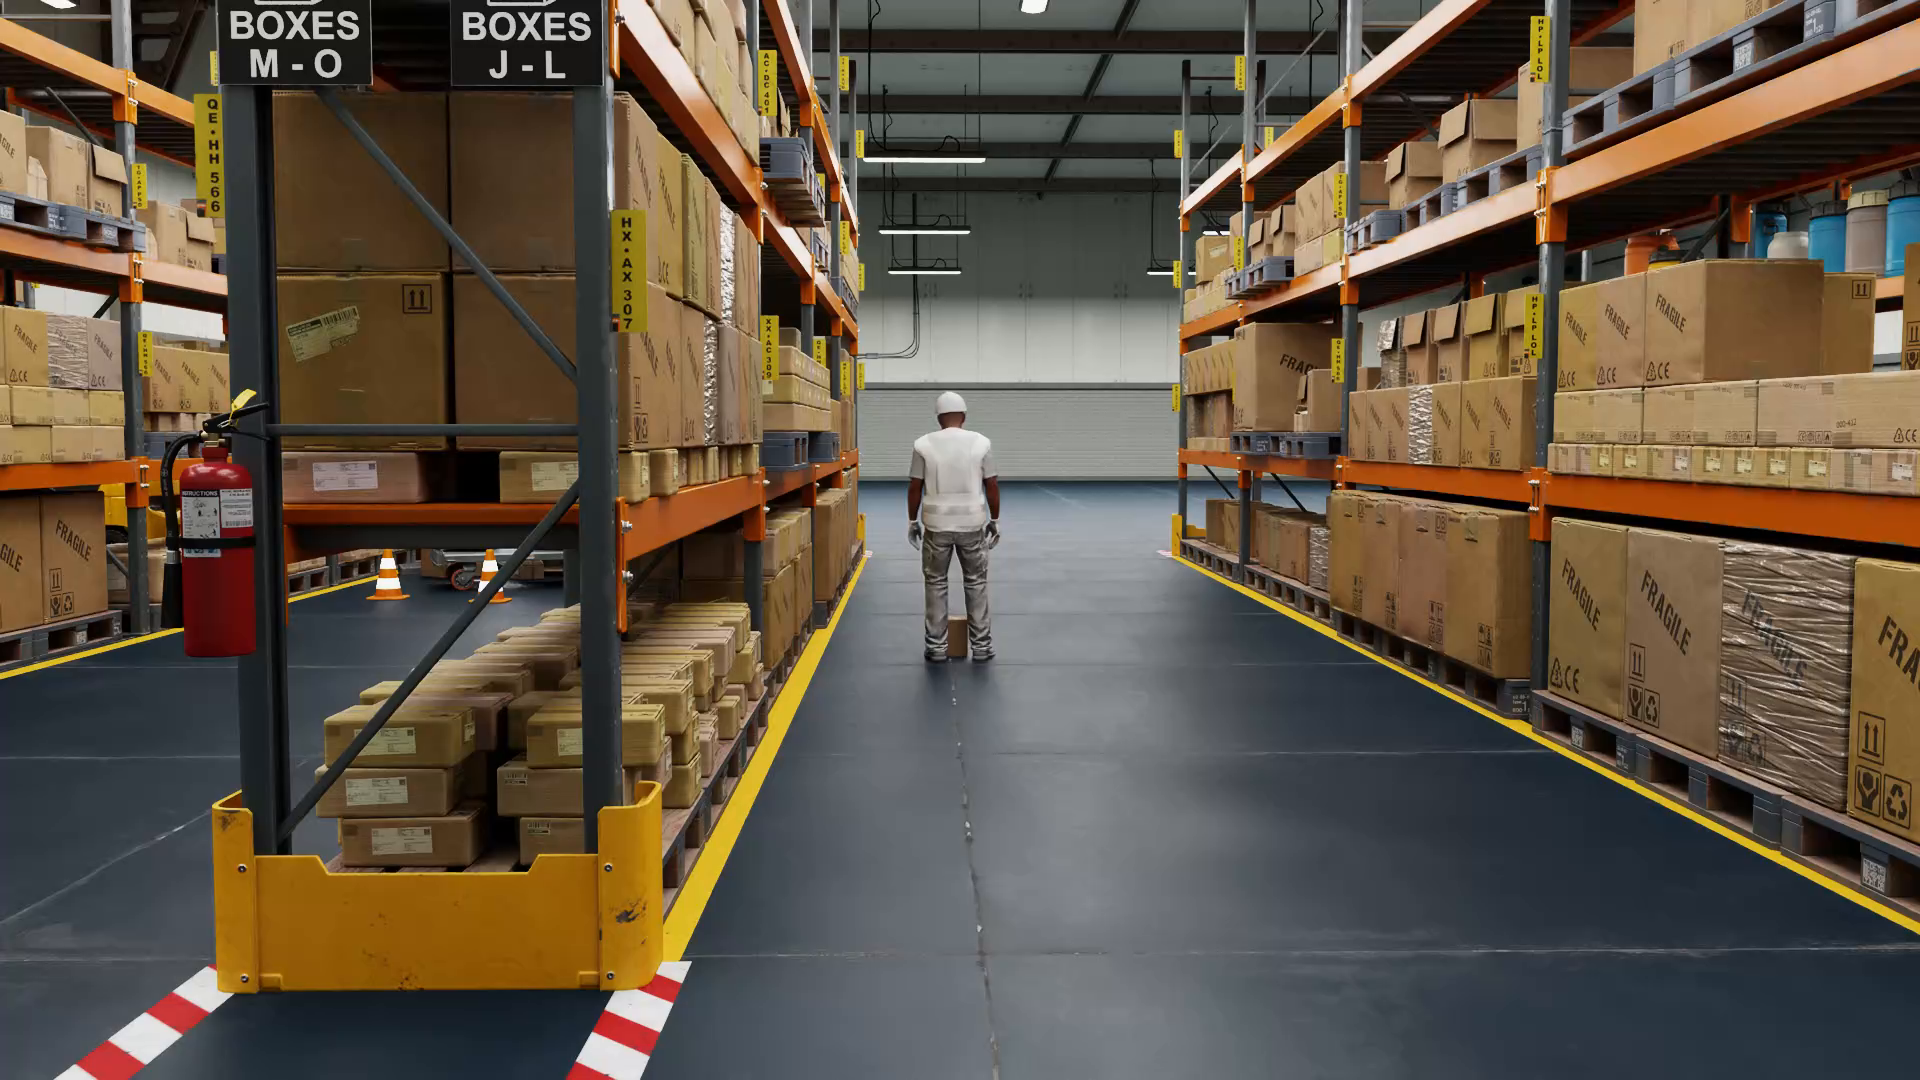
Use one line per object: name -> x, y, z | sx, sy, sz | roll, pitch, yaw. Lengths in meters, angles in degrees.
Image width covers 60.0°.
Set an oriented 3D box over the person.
person -> -0.036, -0.091, 11.021 | 0.621, 1.773, 0.452 | 0, 4, -5
